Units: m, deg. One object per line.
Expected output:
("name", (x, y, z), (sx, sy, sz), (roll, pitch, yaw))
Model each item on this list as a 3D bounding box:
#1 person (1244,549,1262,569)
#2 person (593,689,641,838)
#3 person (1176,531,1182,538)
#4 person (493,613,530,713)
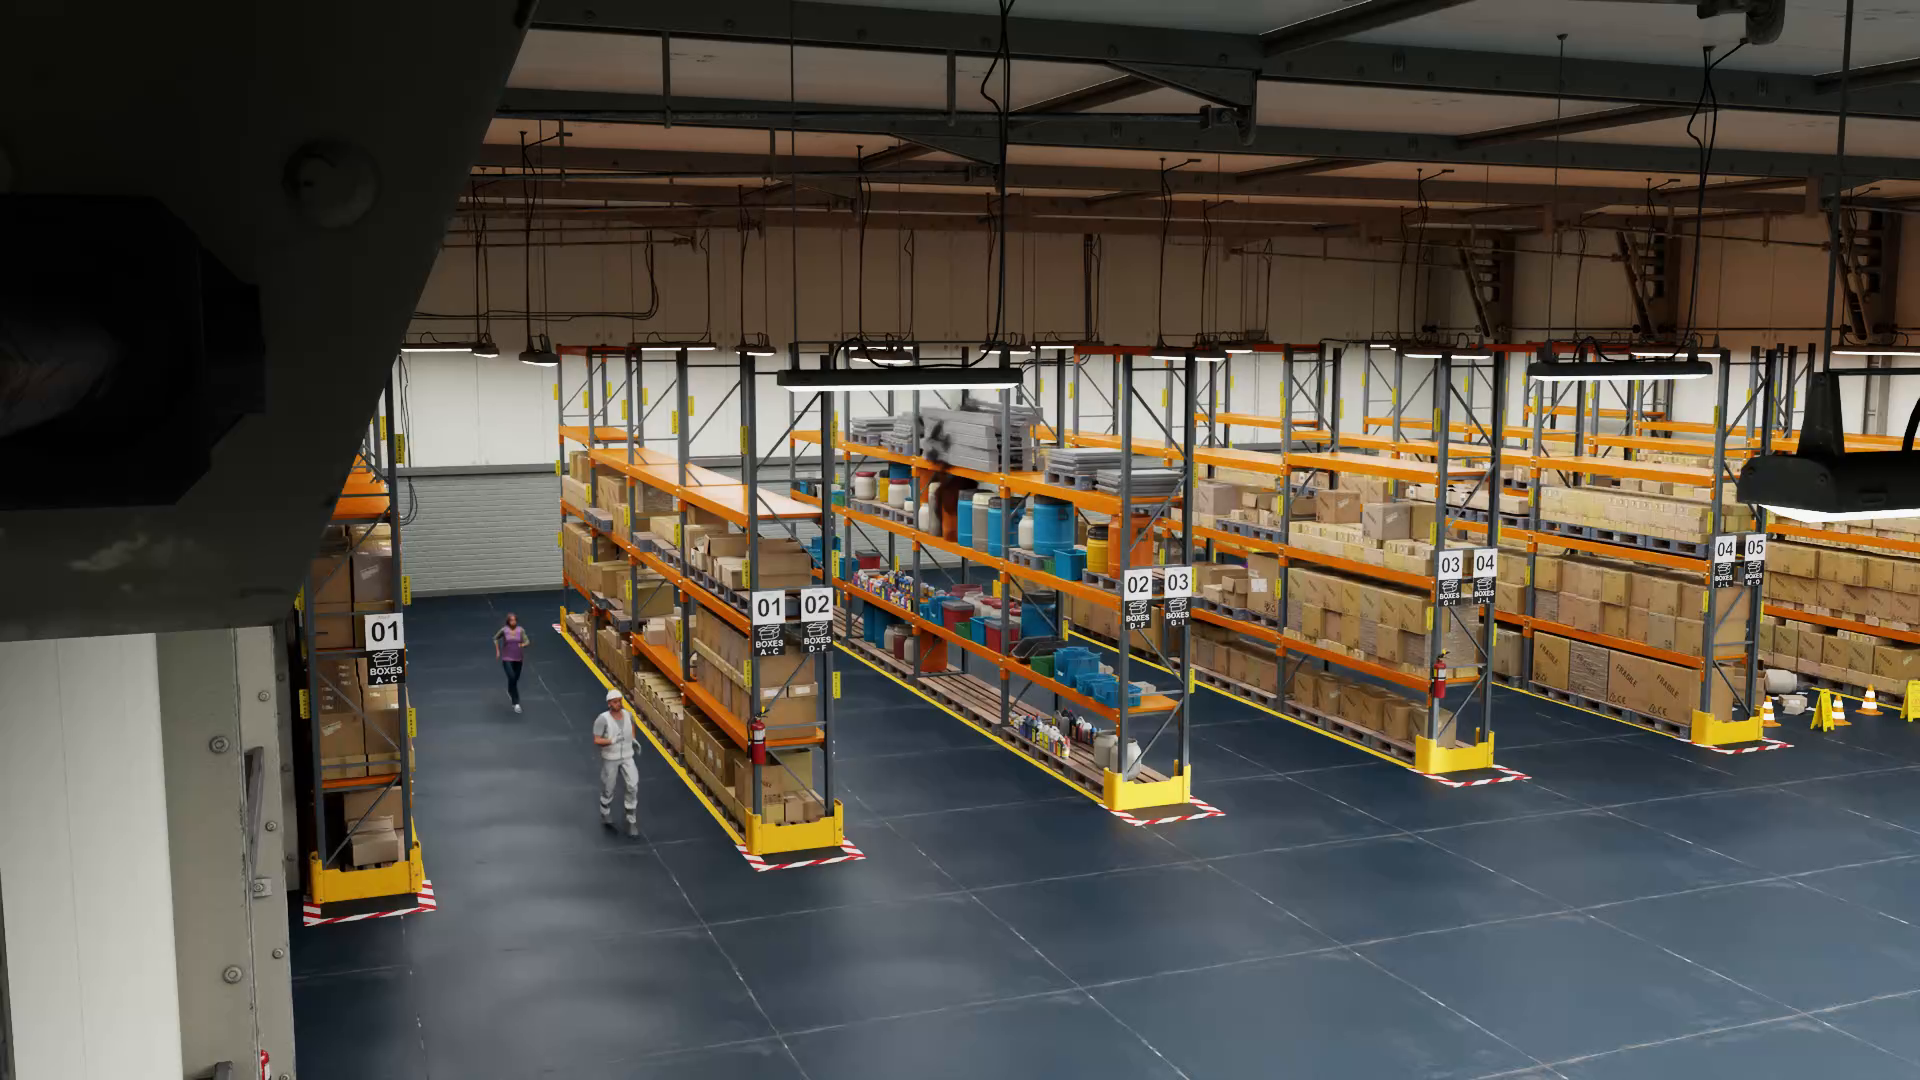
("person", (6.292, 1.016, 35.189), (0.693, 1.735, 0.582), (-2, 8, -17))
("person", (-4.310, 2.786, 20.943), (0.648, 1.845, 0.799), (-4, 8, -30))
("person", (5.671, 0.237, 41.606), (0.806, 1.639, 0.692), (-2, 7, -13))
("person", (-7.450, 2.004, 27.684), (0.520, 1.611, 0.856), (-4, 8, -31))
